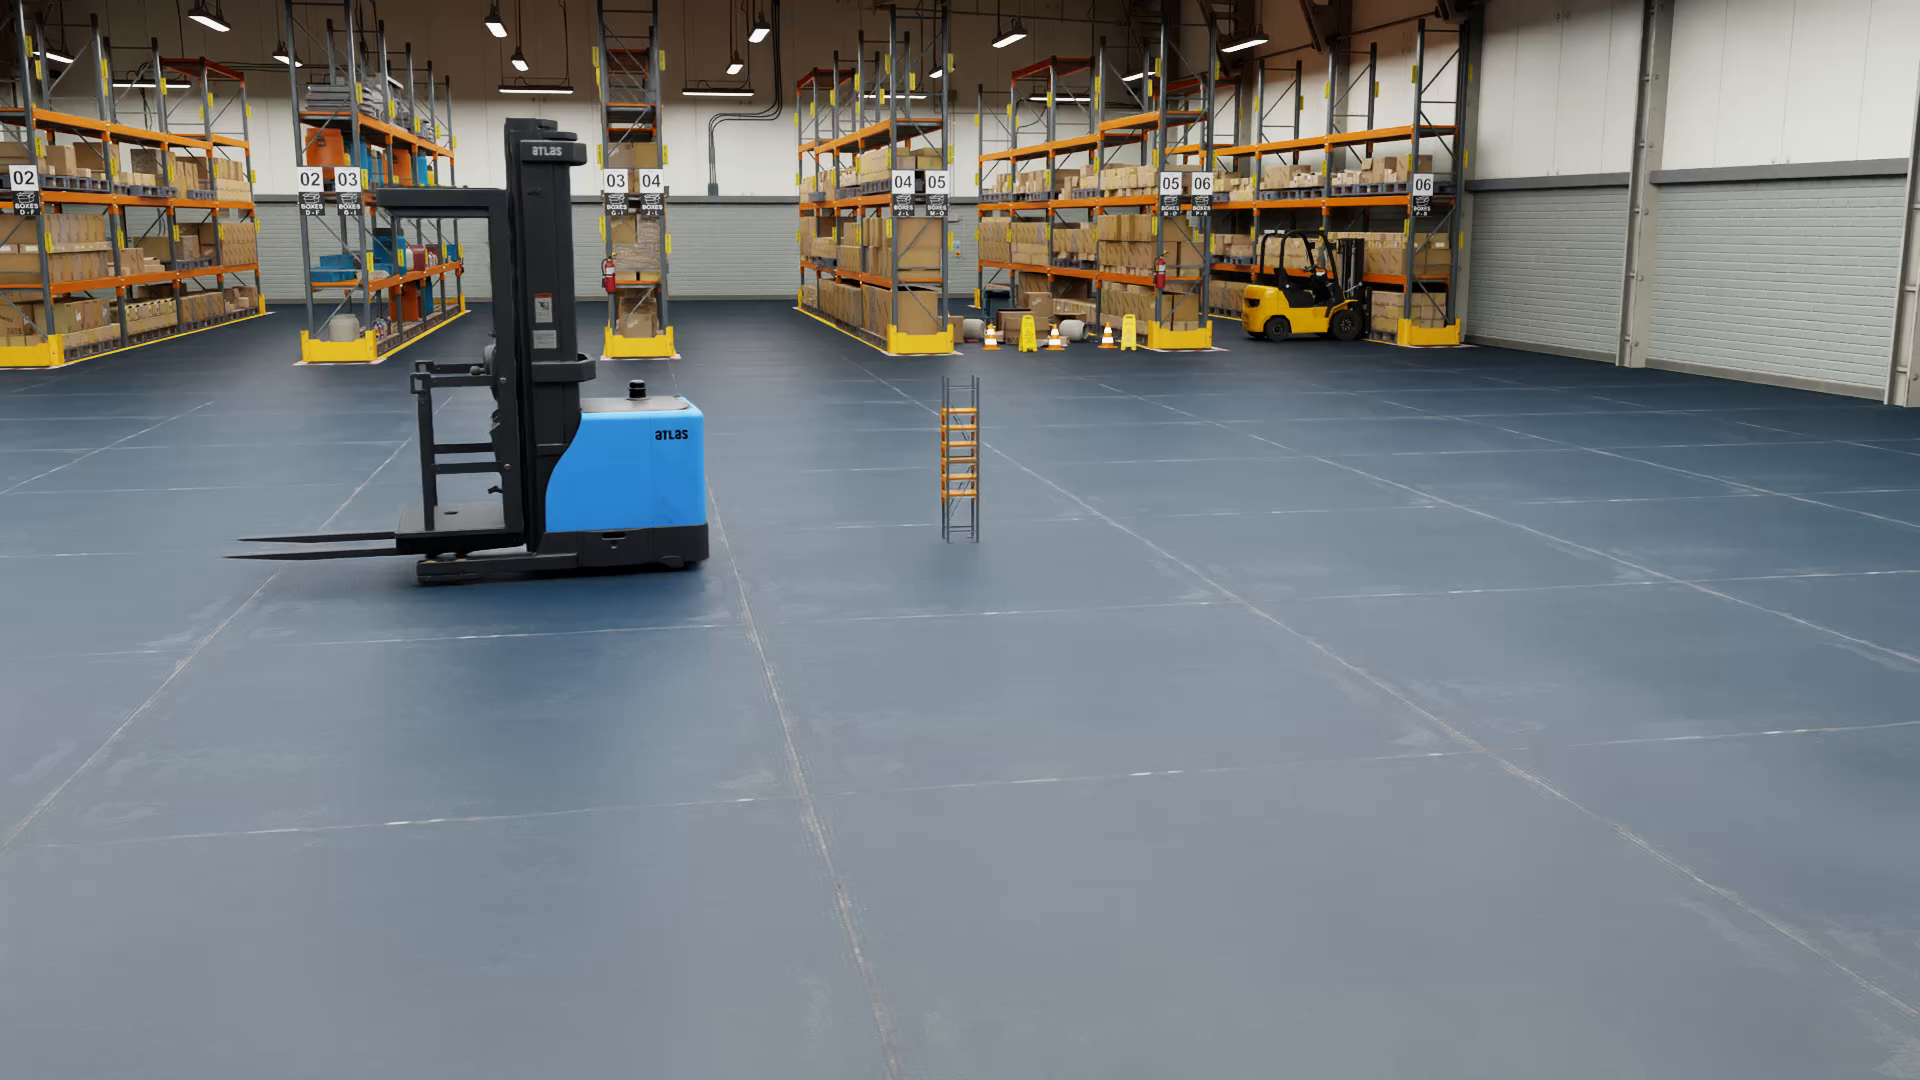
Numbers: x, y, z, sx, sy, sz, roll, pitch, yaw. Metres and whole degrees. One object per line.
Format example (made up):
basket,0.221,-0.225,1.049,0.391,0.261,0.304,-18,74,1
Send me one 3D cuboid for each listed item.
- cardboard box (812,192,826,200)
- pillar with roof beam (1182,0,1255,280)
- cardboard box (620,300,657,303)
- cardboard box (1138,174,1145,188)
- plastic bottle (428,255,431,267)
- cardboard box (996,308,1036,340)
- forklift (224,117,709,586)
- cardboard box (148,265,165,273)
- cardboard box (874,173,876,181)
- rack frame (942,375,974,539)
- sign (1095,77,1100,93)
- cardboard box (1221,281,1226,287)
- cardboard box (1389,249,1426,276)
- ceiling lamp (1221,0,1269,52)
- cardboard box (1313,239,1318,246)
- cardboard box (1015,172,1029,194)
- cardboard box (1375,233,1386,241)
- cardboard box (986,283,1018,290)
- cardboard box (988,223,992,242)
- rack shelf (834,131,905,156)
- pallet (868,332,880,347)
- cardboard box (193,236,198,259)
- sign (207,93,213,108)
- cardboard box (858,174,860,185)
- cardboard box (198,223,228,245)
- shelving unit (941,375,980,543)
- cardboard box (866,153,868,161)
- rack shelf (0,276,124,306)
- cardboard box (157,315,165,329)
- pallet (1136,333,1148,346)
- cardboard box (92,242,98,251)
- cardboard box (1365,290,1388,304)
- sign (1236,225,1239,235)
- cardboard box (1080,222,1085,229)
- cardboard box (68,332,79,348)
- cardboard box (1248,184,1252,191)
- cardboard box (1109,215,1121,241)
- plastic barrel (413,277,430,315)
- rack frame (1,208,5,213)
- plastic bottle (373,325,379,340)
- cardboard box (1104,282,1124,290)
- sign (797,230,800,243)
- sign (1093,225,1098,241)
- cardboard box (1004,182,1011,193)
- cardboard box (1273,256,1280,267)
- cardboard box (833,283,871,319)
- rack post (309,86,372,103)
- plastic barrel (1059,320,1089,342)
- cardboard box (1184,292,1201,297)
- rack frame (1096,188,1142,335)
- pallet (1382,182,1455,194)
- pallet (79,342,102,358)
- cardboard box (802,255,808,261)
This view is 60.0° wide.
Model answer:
cardboard box,-3.411,-8.535,41.397,0.500,0.250,0.500,-2,11,-10
pillar with roof beam,3.180,-10.386,42.696,9.100,9.000,0.548,-2,11,-11
cardboard box,-6.661,-4.718,34.473,0.700,0.500,0.500,-3,11,-16
cardboard box,3.672,-6.776,31.357,0.500,0.250,0.500,-2,11,-12
plastic bottle,-12.159,-6.365,37.947,0.152,0.276,0.135,-2,11,-11
cardboard box,1.104,-4.294,33.051,0.797,0.637,0.503,-2,11,-11
forklift,-3.264,-1.253,10.940,3.031,2.935,1.130,-3,11,-16
cardboard box,-16.429,-5.522,33.857,0.380,0.149,0.250,-2,11,-11
cardboard box,-1.410,-6.788,31.098,0.380,0.149,0.250,-2,11,-10
rack frame,-0.015,-0.604,12.159,0.240,1.200,0.006,-2,11,-11
sign,2.798,-9.249,33.801,0.100,0.325,0.005,-2,11,-11
cardboard box,6.778,-6.419,41.728,0.380,0.149,0.250,-2,11,-9
cardboard box,8.634,-5.364,32.088,0.500,0.500,0.500,-2,11,-12
ceiling lamp,6.081,-11.677,33.868,0.800,3.185,2.000,-2,11,-11
cardboard box,7.857,-6.437,35.990,0.380,0.149,0.250,-2,11,-12
cardboard box,1.673,-8.811,41.051,0.500,0.500,0.500,-2,11,-12
cardboard box,8.420,-5.989,32.843,0.380,0.149,0.250,-2,11,-10
cardboard box,1.234,-6.818,45.723,0.875,0.438,0.875,-3,11,-13
cardboard box,1.037,-8.241,44.528,0.500,0.500,0.500,-2,11,-11
rack shelf,-1.883,-8.352,35.004,1.077,0.370,4.000,-2,11,-11
pallet,-1.182,-3.852,31.868,1.003,0.211,1.213,-2,11,-11
cardboard box,-17.249,-6.467,36.763,0.700,0.500,0.500,-5,12,-25
sign,-17.110,-10.039,37.951,0.100,0.325,0.005,-2,11,-11
cardboard box,-1.789,-7.367,33.868,0.500,0.250,0.500,-2,11,-10
cardboard box,-17.469,-7.171,38.907,0.500,0.500,0.500,-2,11,-10
shelving unit,0.003,-0.587,12.070,0.258,1.200,0.189,-2,11,-11
cardboard box,-1.608,-7.366,32.003,0.380,0.149,0.250,-2,11,-12
rack shelf,-15.708,-4.346,28.933,1.077,0.370,4.000,-2,11,-11
cardboard box,-16.335,-4.381,33.424,0.500,0.250,0.500,-2,11,-10
pallet,3.981,-3.847,31.845,1.003,0.211,1.213,-2,11,-11
cardboard box,-15.682,-5.251,29.759,0.380,0.149,0.250,-2,11,-11
cardboard box,8.379,-4.840,33.157,0.500,0.250,0.500,-2,11,-10
sign,7.197,-8.025,43.238,0.100,0.325,0.005,-2,11,-11
cardboard box,2.807,-6.758,35.762,0.380,0.149,0.250,-3,11,-13
cardboard box,-15.306,-3.386,28.197,0.500,0.250,0.500,-2,11,-11
cardboard box,7.095,-8.402,39.628,0.380,0.149,0.250,-2,11,-12
cardboard box,3.363,-6.197,32.994,0.700,0.500,0.500,-2,11,-12
plastic barrel,-12.567,-5.658,38.392,0.600,0.901,0.708,-2,11,-11
rack frame,-23.289,-7.087,41.407,1.000,3.000,0.127,-2,11,-11
plastic bottle,-10.507,-3.732,29.902,0.097,0.271,0.097,0,11,0
cardboard box,3.157,-5.186,33.911,0.380,0.149,0.250,-2,11,-10
sign,-4.360,-8.194,44.911,0.100,0.325,0.005,-2,11,-11
sign,2.798,-6.334,34.358,0.100,0.325,0.005,-2,11,-11
cardboard box,1.347,-9.022,42.523,0.396,0.266,0.258,-2,11,-9
cardboard box,7.478,-6.351,37.941,0.500,0.250,0.500,-2,11,-13
cardboard box,-2.242,-5.308,36.954,1.050,0.750,0.750,-2,11,-12
rack post,-10.867,-7.777,29.189,0.937,0.300,0.954,-2,11,-12
plastic barrel,2.233,-4.111,32.663,0.512,0.421,0.421,6,12,28
cardboard box,6.188,-6.455,44.278,0.396,0.266,0.258,-2,11,-9
rack frame,3.342,-5.786,34.576,1.000,3.000,0.127,-2,11,-11
pallet,8.876,-6.795,32.088,1.003,0.211,1.213,-2,11,-11
pallet,-15.743,-3.325,29.102,1.003,0.211,1.213,-2,11,-11
cardboard box,-3.997,-7.498,44.238,0.380,0.149,0.250,-2,11,-13
